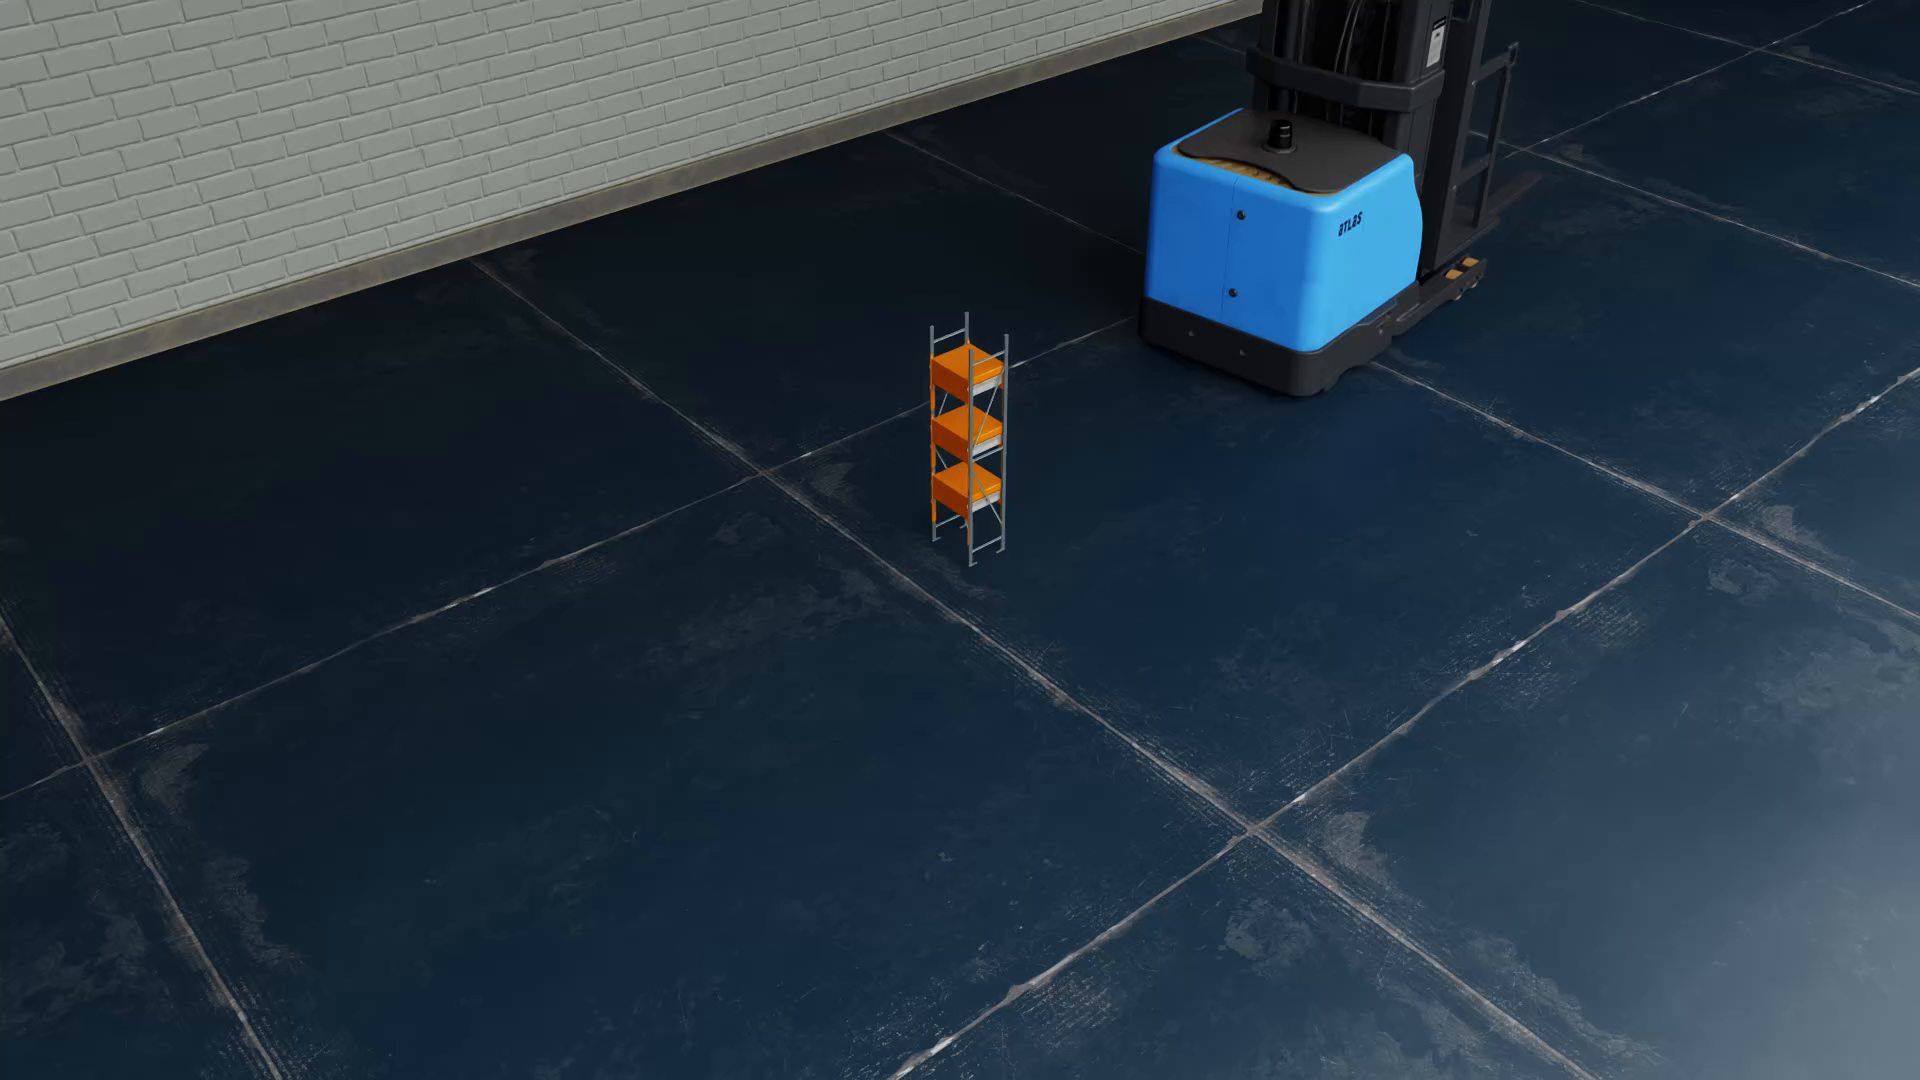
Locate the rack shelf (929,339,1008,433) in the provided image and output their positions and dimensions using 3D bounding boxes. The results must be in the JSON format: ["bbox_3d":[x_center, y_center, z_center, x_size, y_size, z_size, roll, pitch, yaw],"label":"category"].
[{"bbox_3d":[0.035,-0.628,6.755,0.215,0.259,0.240,-26,43,-32],"label":"rack shelf"}]

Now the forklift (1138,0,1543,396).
[{"bbox_3d":[2.260,-2.675,8.491,1.130,2.935,3.031,26,43,32],"label":"forklift"}]

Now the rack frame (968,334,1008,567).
[{"bbox_3d":[0.113,-0.351,6.837,0.200,1.050,0.008,-26,43,-32],"label":"rack frame"}]

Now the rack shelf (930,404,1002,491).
[{"bbox_3d":[0.035,-0.396,6.919,0.215,0.259,0.240,-26,43,-32],"label":"rack shelf"}]

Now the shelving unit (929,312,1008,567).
[{"bbox_3d":[0.035,-0.405,6.913,0.215,1.050,0.252,-26,43,-32],"label":"shelving unit"}]

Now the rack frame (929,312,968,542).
[{"bbox_3d":[-0.044,-0.459,6.989,0.200,1.050,0.008,-26,43,-32],"label":"rack frame"}]

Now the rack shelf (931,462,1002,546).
[{"bbox_3d":[0.035,-0.169,7.080,0.215,0.259,0.240,-26,43,-32],"label":"rack shelf"}]
